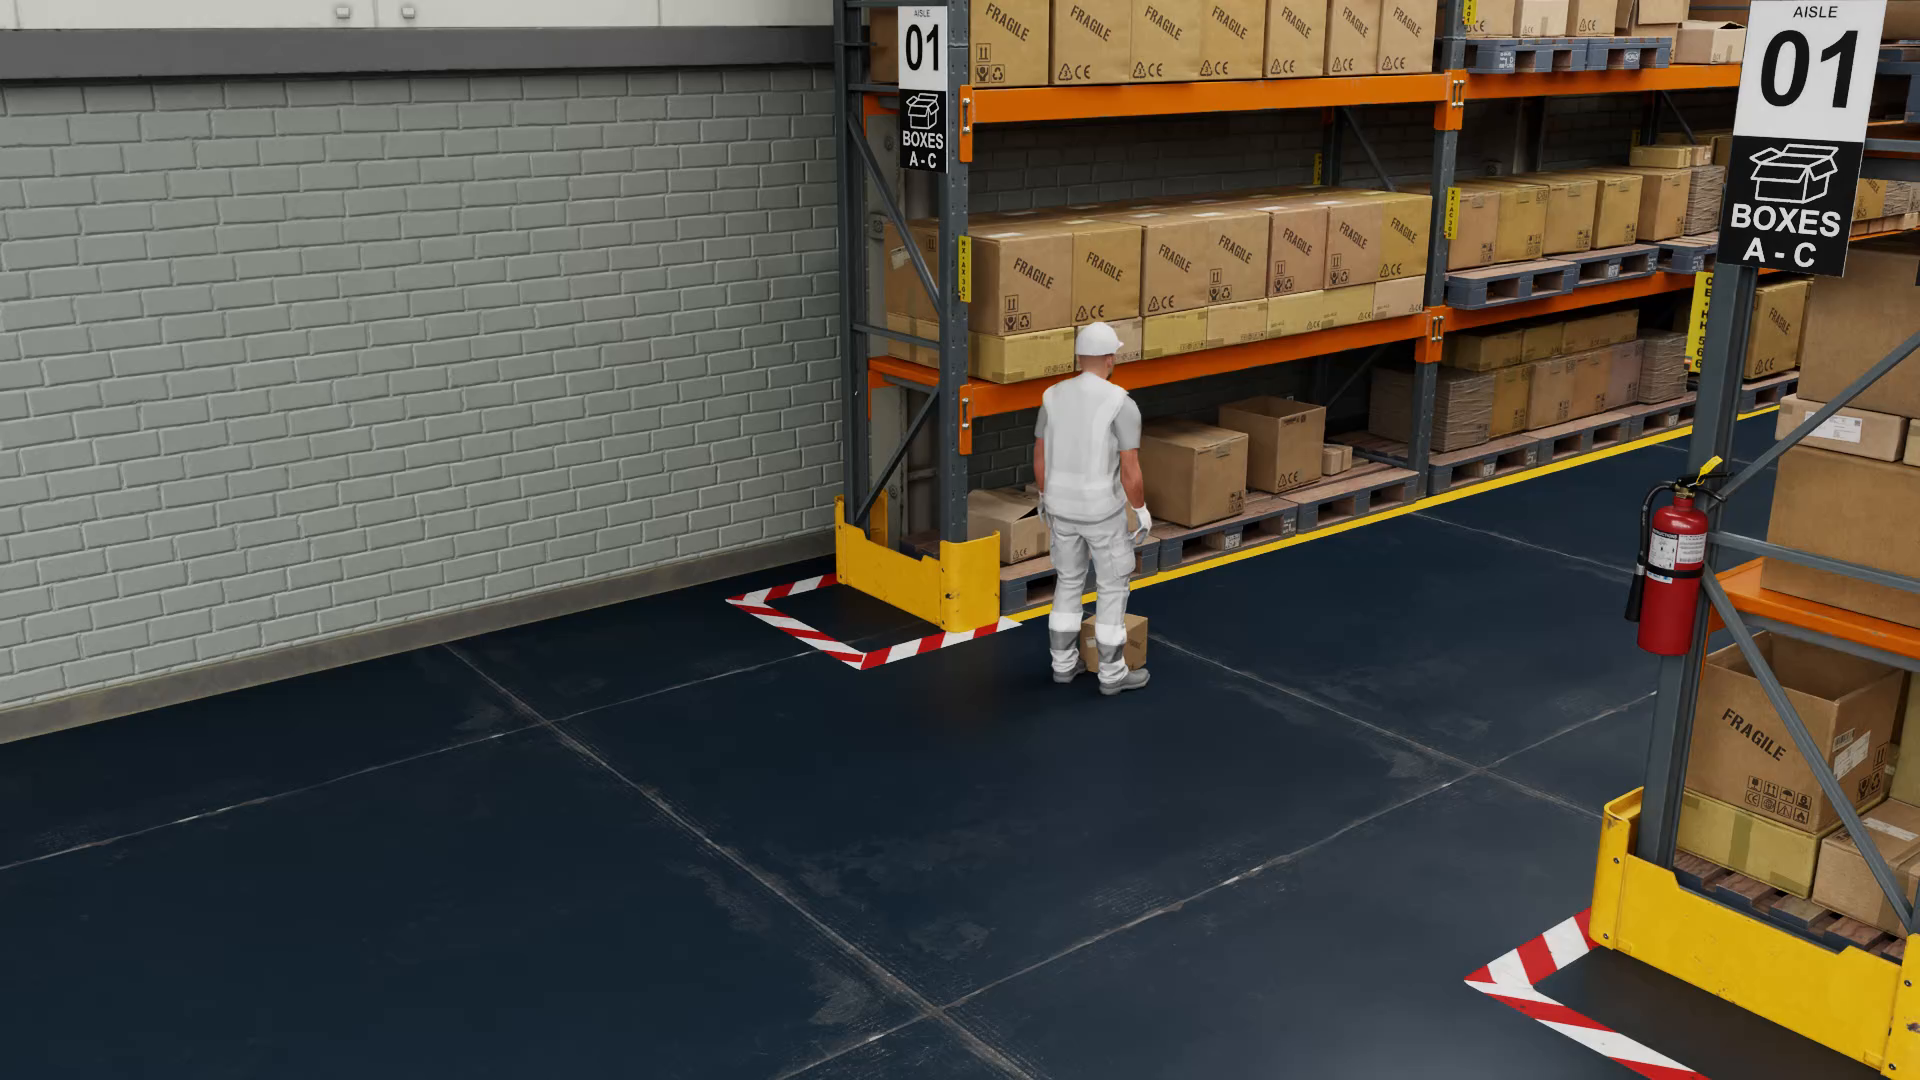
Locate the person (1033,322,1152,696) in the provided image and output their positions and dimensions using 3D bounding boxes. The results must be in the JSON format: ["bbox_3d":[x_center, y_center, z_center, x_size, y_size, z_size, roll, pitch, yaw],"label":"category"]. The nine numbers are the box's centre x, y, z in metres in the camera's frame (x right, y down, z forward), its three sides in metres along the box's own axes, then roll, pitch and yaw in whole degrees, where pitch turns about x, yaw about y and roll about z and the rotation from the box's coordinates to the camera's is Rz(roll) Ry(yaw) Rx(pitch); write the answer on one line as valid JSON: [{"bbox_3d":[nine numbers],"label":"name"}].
[{"bbox_3d":[0.630,-0.154,8.011,0.623,1.781,0.446,12,21,34],"label":"person"}]
